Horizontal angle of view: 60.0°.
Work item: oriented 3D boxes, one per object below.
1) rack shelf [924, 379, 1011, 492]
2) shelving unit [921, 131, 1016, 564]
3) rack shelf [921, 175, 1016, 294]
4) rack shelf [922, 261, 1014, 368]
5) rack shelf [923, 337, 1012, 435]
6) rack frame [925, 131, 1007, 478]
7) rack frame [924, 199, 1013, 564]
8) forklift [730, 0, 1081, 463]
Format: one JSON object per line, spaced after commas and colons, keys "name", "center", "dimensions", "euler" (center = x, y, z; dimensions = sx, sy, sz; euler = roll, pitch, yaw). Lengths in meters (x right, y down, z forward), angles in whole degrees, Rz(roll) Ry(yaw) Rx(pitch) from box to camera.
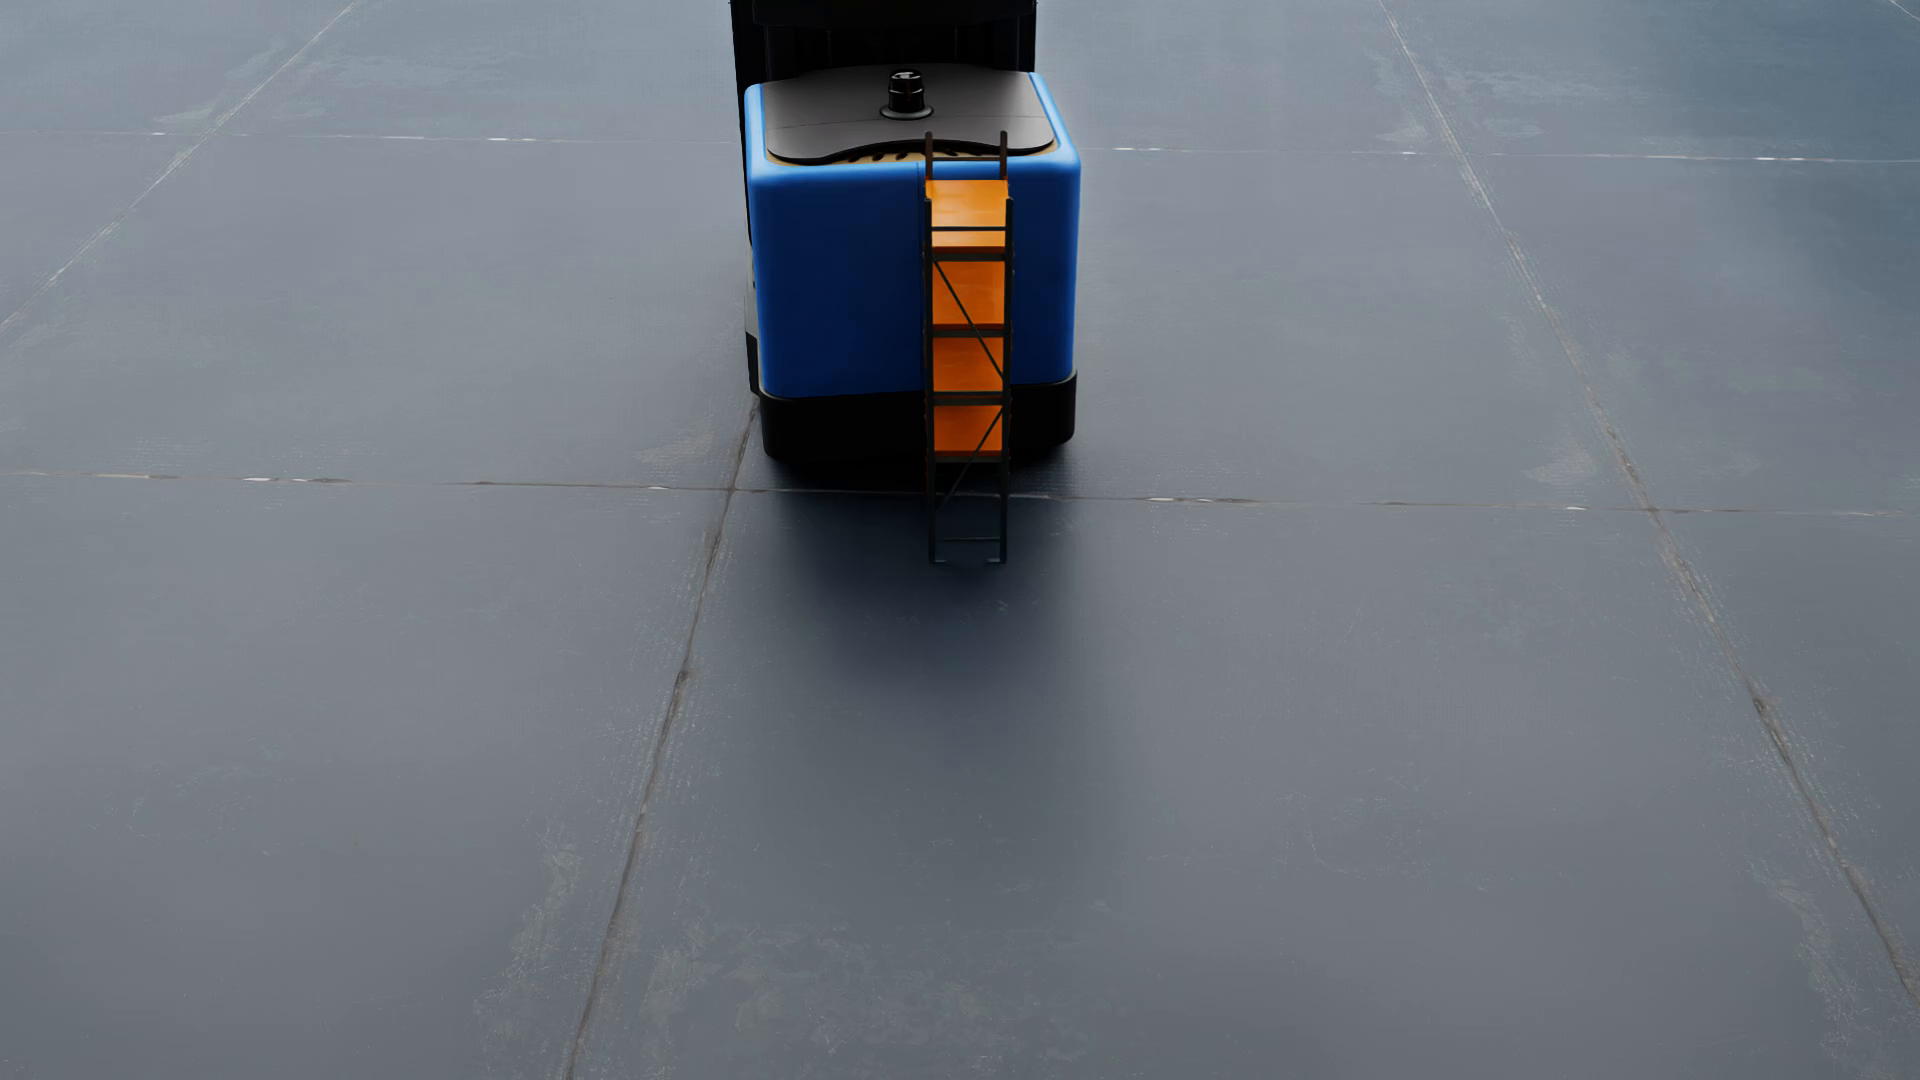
{"name": "rack shelf", "center": [0.021, -0.344, 5.159], "dimensions": [0.258, 0.148, 0.480], "euler": [0, 35, 0]}
{"name": "shelving unit", "center": [0.021, -0.562, 5.006], "dimensions": [0.258, 1.200, 0.503], "euler": [0, 35, 0]}
{"name": "rack shelf", "center": [0.021, -0.883, 4.780], "dimensions": [0.258, 0.148, 0.480], "euler": [0, 35, 0]}
{"name": "rack shelf", "center": [0.021, -0.690, 4.916], "dimensions": [0.258, 0.148, 0.480], "euler": [0, 35, 0]}
{"name": "rack shelf", "center": [0.021, -0.507, 5.045], "dimensions": [0.258, 0.148, 0.480], "euler": [0, 35, 0]}
{"name": "rack frame", "center": [0.018, -0.702, 5.206], "dimensions": [0.240, 1.200, 0.015], "euler": [0, 35, 0]}
{"name": "rack frame", "center": [0.023, -0.422, 4.806], "dimensions": [0.240, 1.200, 0.015], "euler": [0, 35, 0]}
{"name": "forklift", "center": [-0.301, -2.286, 5.954], "dimensions": [1.130, 2.935, 3.031], "euler": [-4, 35, -6]}
